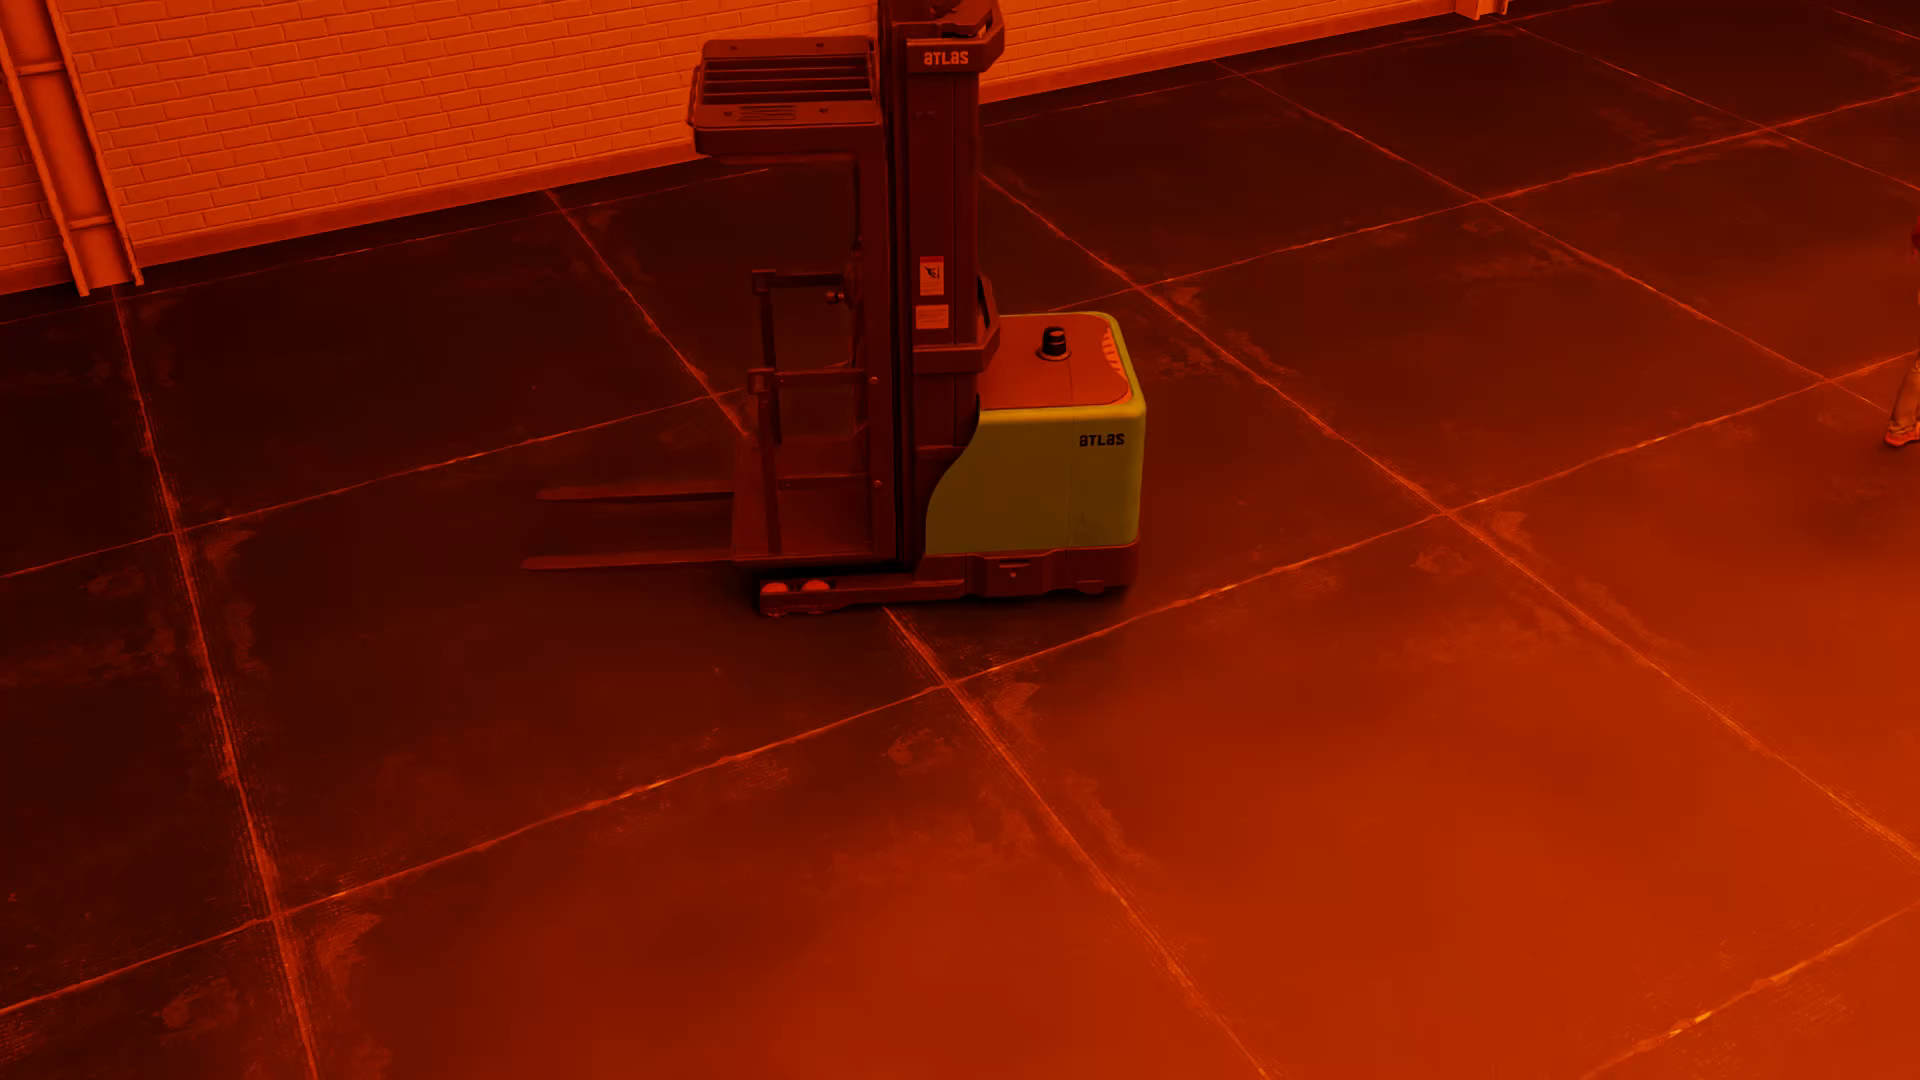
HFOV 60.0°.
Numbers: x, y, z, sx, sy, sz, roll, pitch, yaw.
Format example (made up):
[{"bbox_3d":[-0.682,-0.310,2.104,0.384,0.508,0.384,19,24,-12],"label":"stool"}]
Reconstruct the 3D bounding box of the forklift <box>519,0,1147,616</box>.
[{"bbox_3d":[-0.662,-1.142,7.739,3.031,2.935,1.130,-3,35,-4],"label":"forklift"}]

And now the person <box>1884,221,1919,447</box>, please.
[{"bbox_3d":[5.473,-1.264,8.984,0.515,1.793,0.989,-18,39,-24],"label":"person"}]
